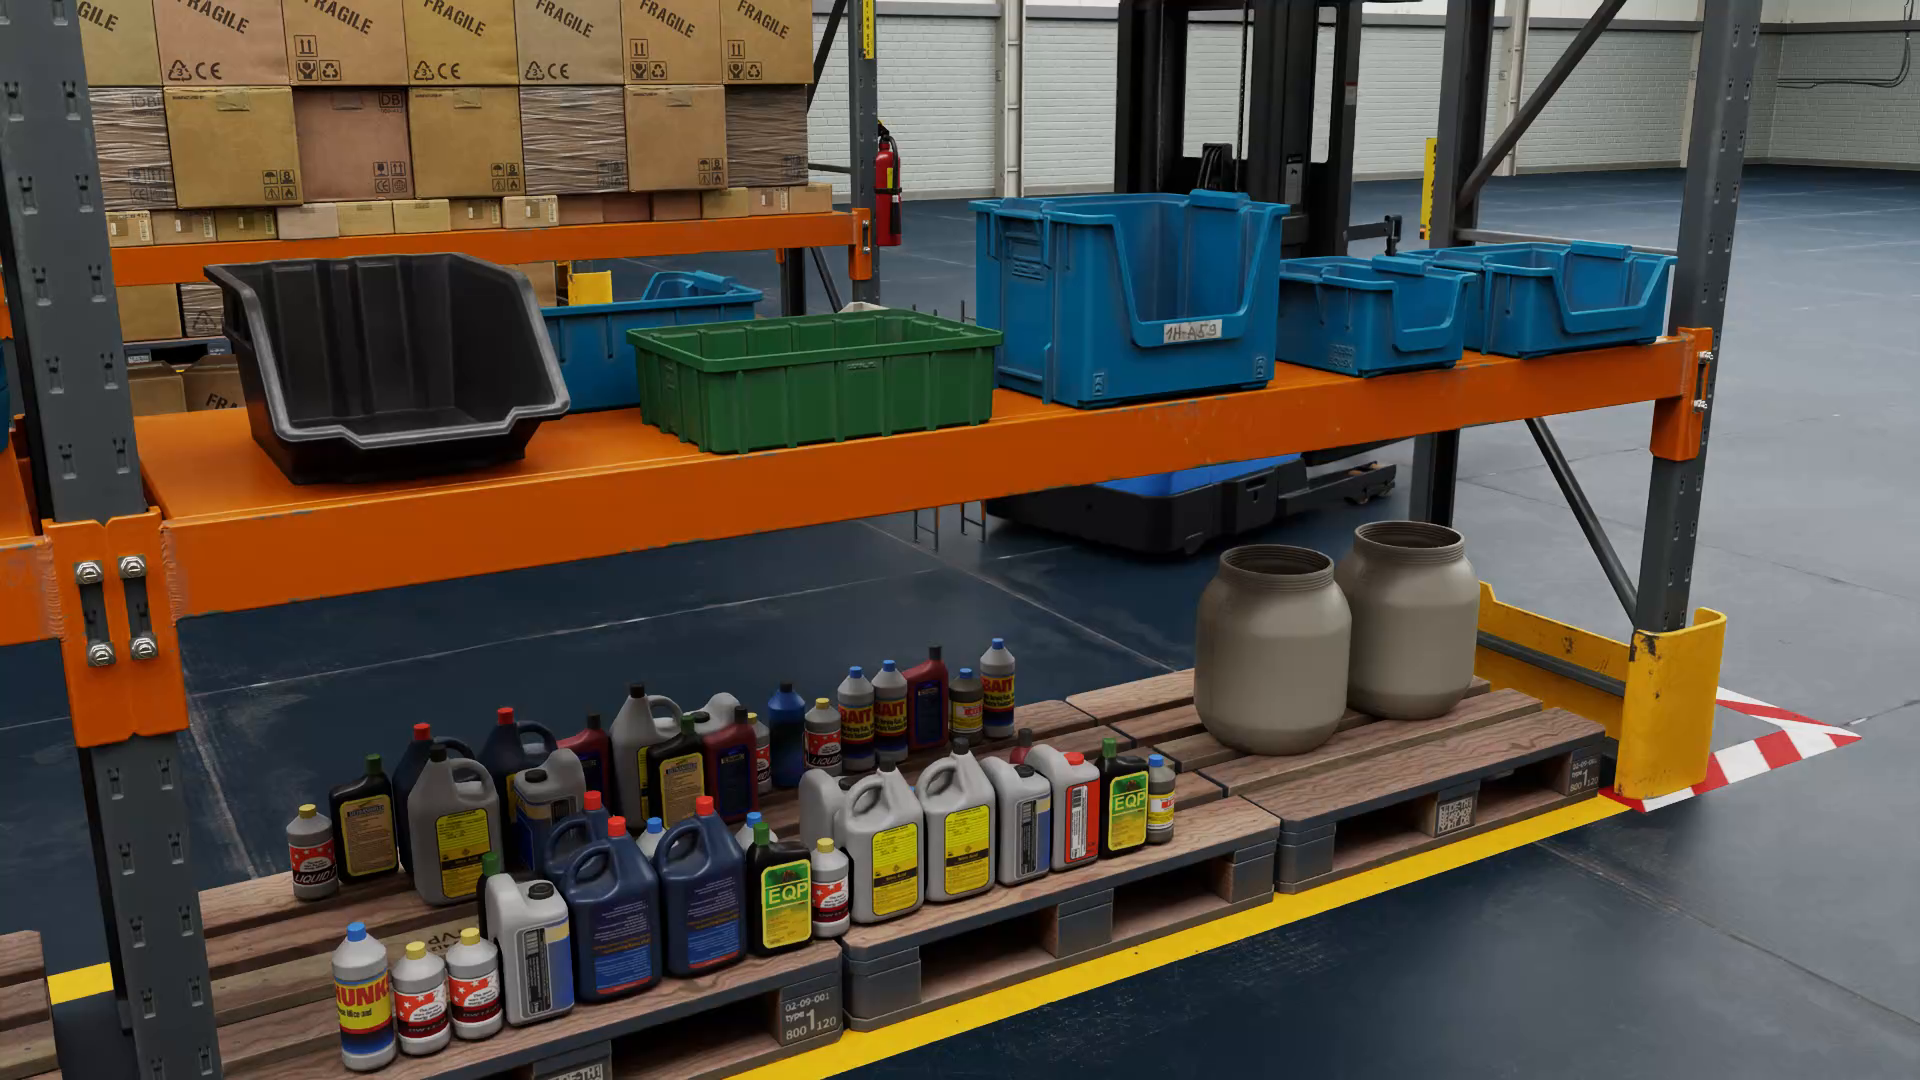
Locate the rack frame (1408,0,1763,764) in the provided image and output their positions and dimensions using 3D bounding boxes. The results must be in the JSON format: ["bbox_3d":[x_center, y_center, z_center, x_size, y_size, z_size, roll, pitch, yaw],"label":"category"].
[{"bbox_3d":[1.819,-0.874,4.972,0.127,3.000,1.000,-9,18,-30],"label":"rack frame"}]

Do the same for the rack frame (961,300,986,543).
[{"bbox_3d":[0.059,-0.515,7.302,0.008,1.050,0.200,-9,18,-30],"label":"rack frame"}]

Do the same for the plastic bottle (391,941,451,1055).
[{"bbox_3d":[-1.024,0.860,3.153,0.097,0.201,0.097,0,16,0],"label":"plastic bottle"}]

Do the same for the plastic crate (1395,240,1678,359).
[{"bbox_3d":[1.544,-0.664,4.497,0.616,0.251,0.499,-9,18,-30],"label":"plastic crate"}]

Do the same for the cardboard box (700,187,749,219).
[{"bbox_3d":[-1.272,-1.731,8.492,0.250,0.149,0.380,-9,18,-30],"label":"cardboard box"}]

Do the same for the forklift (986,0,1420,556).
[{"bbox_3d":[1.498,-1.668,7.929,1.130,2.935,3.031,15,21,42],"label":"forklift"}]

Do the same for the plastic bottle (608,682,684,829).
[{"bbox_3d":[-0.765,0.518,4.099,0.185,0.351,0.144,-9,18,-30],"label":"plastic bottle"}]

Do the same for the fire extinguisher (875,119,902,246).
[{"bbox_3d":[-0.396,-1.892,8.747,0.183,0.674,0.296,-9,18,-30],"label":"fire extinguisher"}]

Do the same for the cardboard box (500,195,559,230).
[{"bbox_3d":[-2.101,-1.579,7.951,0.250,0.149,0.380,-9,18,-30],"label":"cardboard box"}]

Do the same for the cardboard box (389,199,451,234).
[{"bbox_3d":[-2.542,-1.515,7.723,0.250,0.149,0.380,-9,18,-30],"label":"cardboard box"}]

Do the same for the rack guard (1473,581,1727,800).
[{"bbox_3d":[1.778,0.351,5.233,0.348,0.500,1.175,-9,18,-30],"label":"rack guard"}]

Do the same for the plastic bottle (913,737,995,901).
[{"bbox_3d":[-0.018,0.618,3.741,0.185,0.351,0.144,-8,18,-27],"label":"plastic bottle"}]

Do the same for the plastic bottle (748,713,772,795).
[{"bbox_3d":[-0.536,0.545,4.278,0.097,0.201,0.097,0,16,0],"label":"plastic bottle"}]

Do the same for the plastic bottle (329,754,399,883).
[{"bbox_3d":[-1.367,0.635,3.806,0.133,0.283,0.061,-8,18,-27],"label":"plastic bottle"}]

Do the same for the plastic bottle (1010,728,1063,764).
[{"bbox_3d":[0.185,0.583,3.992,0.133,0.283,0.061,-9,18,-30],"label":"plastic bottle"}]

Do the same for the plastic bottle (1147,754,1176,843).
[{"bbox_3d":[0.471,0.618,4.018,0.097,0.201,0.097,0,16,0],"label":"plastic bottle"}]

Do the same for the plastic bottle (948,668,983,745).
[{"bbox_3d":[0.016,0.455,4.597,0.097,0.201,0.097,0,16,0],"label":"plastic bottle"}]

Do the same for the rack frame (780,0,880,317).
[{"bbox_3d":[-0.732,-2.020,9.060,0.127,3.000,1.000,-9,18,-30],"label":"rack frame"}]

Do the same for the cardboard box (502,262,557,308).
[{"bbox_3d":[-3.747,-2.252,13.043,0.875,0.875,0.875,-9,18,-29],"label":"cardboard box"}]

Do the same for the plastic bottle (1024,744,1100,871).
[{"bbox_3d":[0.240,0.611,3.905,0.135,0.276,0.152,-9,18,-29],"label":"plastic bottle"}]

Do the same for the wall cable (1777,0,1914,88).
[{"bbox_3d":[19.466,-11.240,36.588,0.112,2.526,3.097,-9,18,-30],"label":"wall cable"}]

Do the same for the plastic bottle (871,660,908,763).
[{"bbox_3d":[-0.189,0.455,4.469,0.097,0.271,0.097,0,16,0],"label":"plastic bottle"}]

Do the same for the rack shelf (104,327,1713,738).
[{"bbox_3d":[0.105,-0.250,4.077,4.000,0.370,1.077,-9,18,-30],"label":"rack shelf"}]

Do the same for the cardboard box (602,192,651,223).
[{"bbox_3d":[-1.730,-1.674,8.291,0.250,0.149,0.380,-9,18,-30],"label":"cardboard box"}]

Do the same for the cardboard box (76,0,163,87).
[{"bbox_3d":[-3.644,-2.141,6.901,0.500,0.500,0.500,-9,18,-30],"label":"cardboard box"}]

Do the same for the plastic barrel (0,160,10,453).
[{"bbox_3d":[-2.097,-0.576,2.979,0.708,0.901,0.600,-9,18,-30],"label":"plastic barrel"}]

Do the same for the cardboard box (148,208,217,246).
[{"bbox_3d":[-3.400,-1.377,7.229,0.250,0.149,0.380,-9,18,-30],"label":"cardboard box"}]

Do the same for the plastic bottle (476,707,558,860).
[{"bbox_3d":[-1.042,0.562,3.939,0.185,0.351,0.144,-10,19,-32],"label":"plastic bottle"}]

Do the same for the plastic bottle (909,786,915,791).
[{"bbox_3d":[-0.118,0.668,3.839,0.097,0.201,0.097,0,16,0],"label":"plastic bottle"}]

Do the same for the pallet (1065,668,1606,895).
[{"bbox_3d":[1.079,0.601,4.873,1.213,0.211,1.003,-9,18,-30],"label":"pallet"}]

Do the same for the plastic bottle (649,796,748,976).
[{"bbox_3d":[-0.542,0.703,3.438,0.185,0.351,0.144,-10,19,-32],"label":"plastic bottle"}]

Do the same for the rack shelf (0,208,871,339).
[{"bbox_3d":[-2.446,-1.396,8.165,4.000,0.370,1.077,-9,18,-30],"label":"rack shelf"}]

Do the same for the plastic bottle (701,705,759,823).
[{"bbox_3d":[-0.568,0.553,4.098,0.133,0.283,0.061,-9,18,-30],"label":"plastic bottle"}]

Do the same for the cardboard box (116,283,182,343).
[{"bbox_3d":[-6.053,-1.876,11.704,0.875,0.875,0.875,-9,18,-29],"label":"cardboard box"}]

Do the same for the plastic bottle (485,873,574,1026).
[{"bbox_3d":[-0.848,0.787,3.276,0.135,0.276,0.152,-8,18,-28],"label":"plastic bottle"}]

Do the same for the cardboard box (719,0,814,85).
[{"bbox_3d":[-1.076,-2.560,8.394,0.500,0.500,0.500,-9,18,-30],"label":"cardboard box"}]

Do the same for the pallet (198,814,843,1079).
[{"bbox_3d":[-1.012,0.941,3.663,1.213,0.211,1.003,-9,18,-30],"label":"pallet"}]

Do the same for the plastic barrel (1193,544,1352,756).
[{"bbox_3d":[0.865,0.300,4.613,0.421,0.512,0.421,0,16,0],"label":"plastic barrel"}]

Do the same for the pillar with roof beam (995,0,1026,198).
[{"bbox_3d":[3.047,-9.134,23.321,0.400,9.000,9.100,-9,18,-30],"label":"pillar with roof beam"}]

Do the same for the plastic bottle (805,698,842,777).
[{"bbox_3d":[-0.360,0.516,4.380,0.097,0.201,0.097,0,16,0],"label":"plastic bottle"}]

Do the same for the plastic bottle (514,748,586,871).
[{"bbox_3d":[-0.944,0.629,3.839,0.135,0.276,0.152,-9,18,-30],"label":"plastic bottle"}]

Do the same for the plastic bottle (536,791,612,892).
[{"bbox_3d":[-0.778,0.696,3.463,0.185,0.351,0.144,-9,18,-30],"label":"plastic bottle"}]

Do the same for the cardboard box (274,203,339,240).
[{"bbox_3d":[-2.955,-1.439,7.450,0.250,0.149,0.380,-9,18,-30],"label":"cardboard box"}]

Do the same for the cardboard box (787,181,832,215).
[{"bbox_3d":[-0.870,-1.812,8.782,0.250,0.149,0.380,-9,18,-30],"label":"cardboard box"}]

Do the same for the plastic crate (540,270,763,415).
[{"bbox_3d":[-0.801,-0.463,3.781,0.616,0.251,0.499,-9,18,-30],"label":"plastic crate"}]

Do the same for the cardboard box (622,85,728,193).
[{"bbox_3d":[-1.584,-2.044,8.409,0.500,0.500,0.875,-9,18,-30],"label":"cardboard box"}]

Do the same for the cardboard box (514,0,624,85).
[{"bbox_3d":[-1.931,-2.420,7.896,0.500,0.500,0.500,-9,18,-30],"label":"cardboard box"}]

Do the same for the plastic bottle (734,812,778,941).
[{"bbox_3d":[-0.435,0.712,3.552,0.097,0.271,0.097,0,16,0],"label":"plastic bottle"}]

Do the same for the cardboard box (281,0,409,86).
[{"bbox_3d":[-2.787,-2.280,7.398,0.500,0.500,0.500,-9,18,-30],"label":"cardboard box"}]

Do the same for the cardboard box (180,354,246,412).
[{"bbox_3d":[-3.310,-0.591,7.813,0.500,0.500,0.500,-3,16,-12],"label":"cardboard box"}]

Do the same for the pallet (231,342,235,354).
[{"bbox_3d":[-4.889,-1.541,12.518,1.213,0.211,1.003,-9,18,-30],"label":"pallet"}]

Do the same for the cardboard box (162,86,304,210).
[{"bbox_3d":[-3.296,-1.765,7.414,0.500,0.500,0.875,-9,18,-30],"label":"cardboard box"}]

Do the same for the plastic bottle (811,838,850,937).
[{"bbox_3d":[-0.287,0.741,3.579,0.097,0.201,0.097,0,16,0],"label":"plastic bottle"}]

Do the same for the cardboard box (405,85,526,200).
[{"bbox_3d":[-2.470,-1.918,7.959,0.500,0.500,0.875,-9,18,-30],"label":"cardboard box"}]

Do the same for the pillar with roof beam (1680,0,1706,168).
[{"bbox_3d":[18.477,-11.636,32.247,0.400,9.000,9.100,-9,18,-30],"label":"pillar with roof beam"}]

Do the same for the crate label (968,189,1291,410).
[{"bbox_3d":[0.381,-0.573,3.831,0.616,0.435,0.502,-9,18,-30],"label":"crate label"}]

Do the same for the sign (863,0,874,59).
[{"bbox_3d":[-0.463,-2.599,8.393,0.005,0.325,0.100,-9,18,-30],"label":"sign"}]

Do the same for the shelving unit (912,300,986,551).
[{"bbox_3d":[-0.046,-0.498,7.242,0.252,1.050,0.215,-9,18,-30],"label":"shelving unit"}]
